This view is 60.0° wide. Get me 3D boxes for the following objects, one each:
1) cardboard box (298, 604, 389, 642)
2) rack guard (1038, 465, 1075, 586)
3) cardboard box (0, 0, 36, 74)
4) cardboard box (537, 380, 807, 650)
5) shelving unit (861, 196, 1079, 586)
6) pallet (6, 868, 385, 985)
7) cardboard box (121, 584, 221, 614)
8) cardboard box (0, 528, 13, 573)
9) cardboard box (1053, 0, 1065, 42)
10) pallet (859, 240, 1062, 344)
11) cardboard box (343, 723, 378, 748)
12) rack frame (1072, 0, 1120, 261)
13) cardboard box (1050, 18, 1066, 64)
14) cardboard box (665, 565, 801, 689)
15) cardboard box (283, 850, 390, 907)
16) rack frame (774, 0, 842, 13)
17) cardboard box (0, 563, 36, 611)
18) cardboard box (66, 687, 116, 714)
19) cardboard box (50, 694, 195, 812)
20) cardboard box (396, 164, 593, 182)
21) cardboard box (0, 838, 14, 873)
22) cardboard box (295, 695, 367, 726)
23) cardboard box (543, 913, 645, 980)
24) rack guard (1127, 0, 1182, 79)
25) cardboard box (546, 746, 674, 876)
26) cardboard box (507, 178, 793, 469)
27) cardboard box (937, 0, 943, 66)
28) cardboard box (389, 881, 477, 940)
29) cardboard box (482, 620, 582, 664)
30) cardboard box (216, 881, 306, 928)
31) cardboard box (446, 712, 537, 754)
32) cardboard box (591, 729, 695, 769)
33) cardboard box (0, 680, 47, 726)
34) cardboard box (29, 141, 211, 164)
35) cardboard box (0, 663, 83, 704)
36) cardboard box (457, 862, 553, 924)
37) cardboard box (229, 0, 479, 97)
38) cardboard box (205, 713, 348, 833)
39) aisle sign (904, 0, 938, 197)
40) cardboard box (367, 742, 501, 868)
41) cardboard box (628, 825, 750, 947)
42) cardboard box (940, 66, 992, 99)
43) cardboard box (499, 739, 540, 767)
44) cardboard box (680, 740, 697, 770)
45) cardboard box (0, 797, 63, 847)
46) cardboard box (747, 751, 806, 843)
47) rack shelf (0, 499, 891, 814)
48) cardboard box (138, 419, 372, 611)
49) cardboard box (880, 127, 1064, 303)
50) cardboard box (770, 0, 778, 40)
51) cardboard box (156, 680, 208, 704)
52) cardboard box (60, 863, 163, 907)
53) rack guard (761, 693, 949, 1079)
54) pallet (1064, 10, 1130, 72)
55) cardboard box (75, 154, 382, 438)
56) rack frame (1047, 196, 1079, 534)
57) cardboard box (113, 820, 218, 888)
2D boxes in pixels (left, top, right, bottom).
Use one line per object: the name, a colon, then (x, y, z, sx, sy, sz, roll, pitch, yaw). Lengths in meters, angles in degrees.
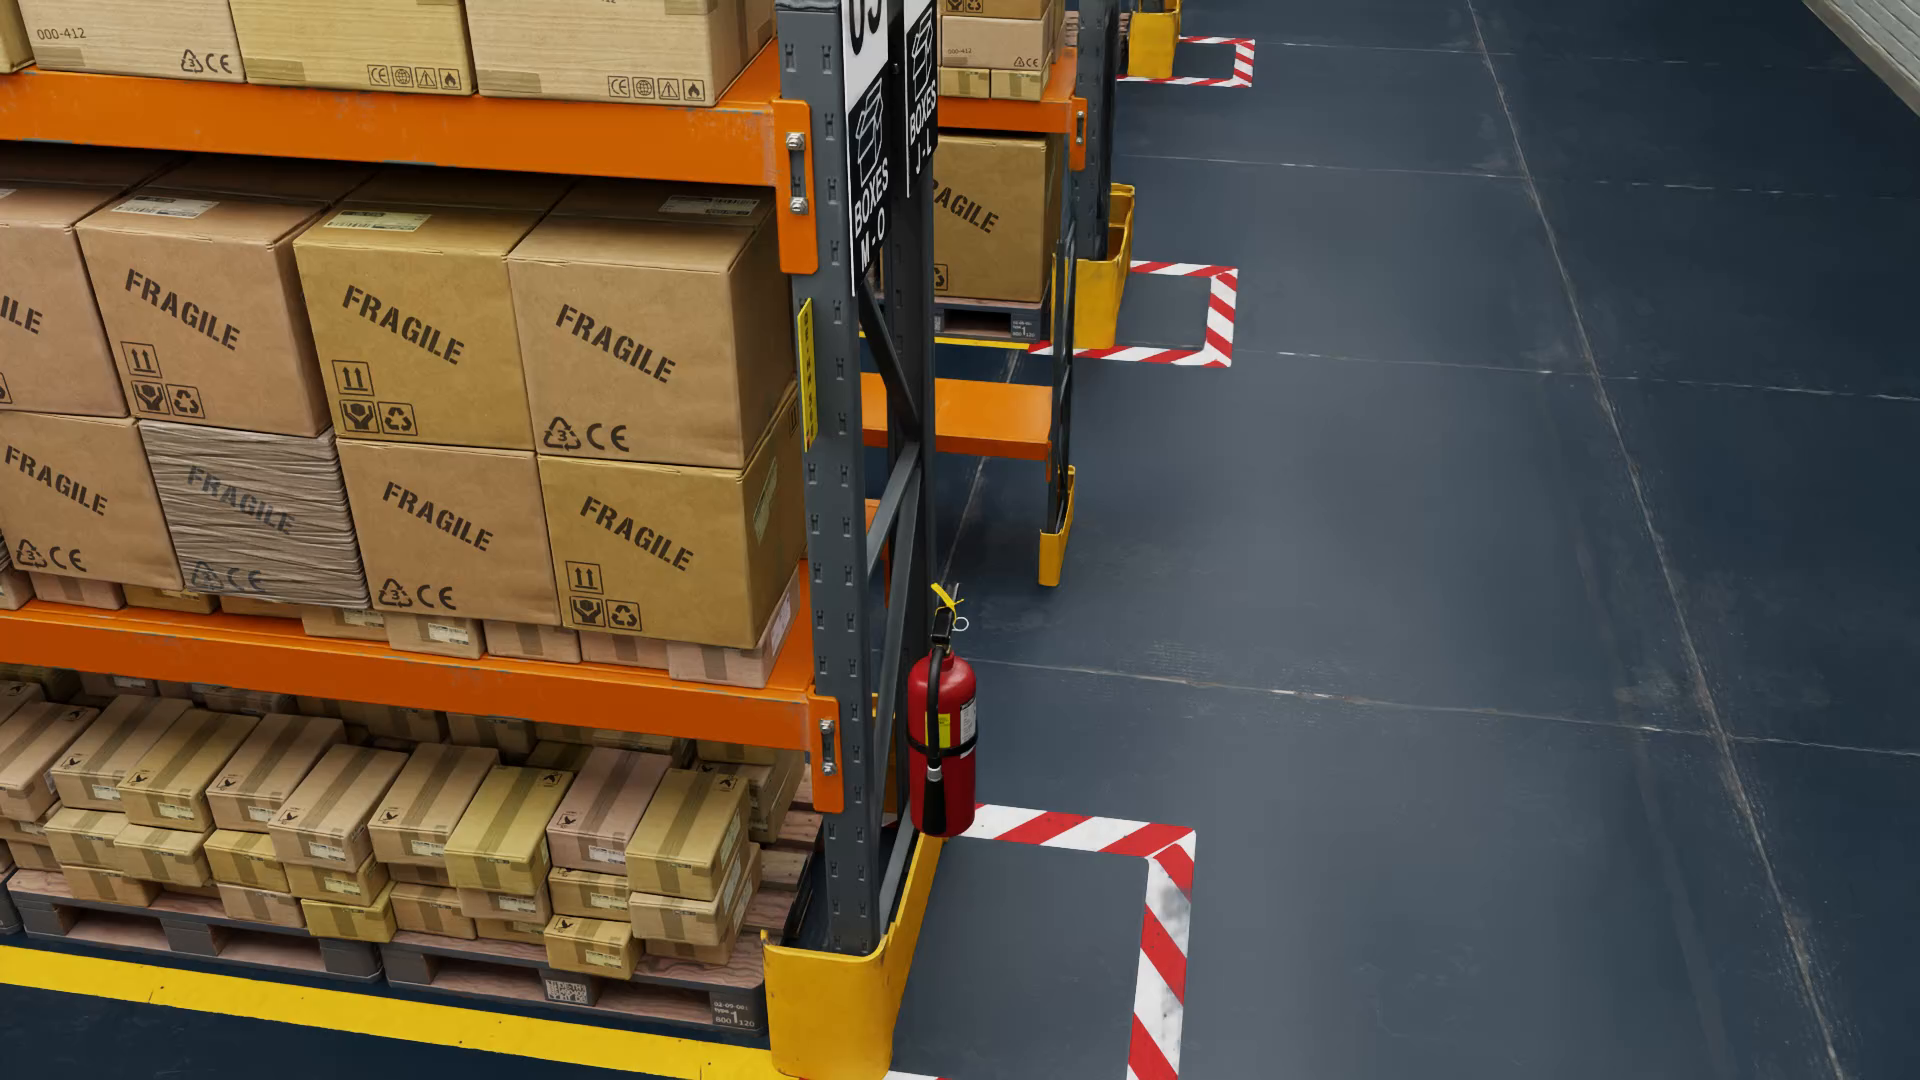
cardboard box: (-1.583, 0.101, 4.498, 0.250, 0.149, 0.380, 4, 32, 6)
rack guard: (0.416, -0.068, 7.124, 0.087, 0.250, 0.587, 5, 32, 8)
cardboard box: (-2.227, -1.259, 3.748, 0.500, 0.250, 0.500, 7, 33, 10)
cardboard box: (-0.702, -0.092, 4.196, 0.500, 0.500, 0.500, 6, 33, 9)
shelving unit: (-0.075, -0.643, 6.863, 1.083, 1.500, 0.587, 5, 32, 8)
pallet: (-2.284, 0.956, 5.524, 1.213, 0.211, 1.003, 5, 32, 8)
cardboard box: (-2.104, 0.031, 4.611, 0.250, 0.149, 0.380, 6, 32, 9)
cardboard box: (-2.733, -0.264, 4.469, 0.500, 0.500, 0.500, 5, 32, 7)
cardboard box: (0.291, -2.850, 8.837, 0.500, 0.250, 0.500, 4, 32, 7)
pallet: (-0.083, -1.452, 9.371, 1.213, 0.211, 1.003, 5, 32, 8)
cardboard box: (-1.992, 0.619, 5.444, 0.250, 0.149, 0.380, 7, 33, 11)
rack frame: (0.719, -2.603, 8.582, 0.127, 3.000, 1.000, 5, 32, 8)
cardboard box: (0.424, -2.701, 8.975, 0.250, 0.149, 0.380, 6, 32, 9)
cardboard box: (-0.584, 0.207, 4.329, 0.250, 0.149, 0.380, 5, 32, 8)
cardboard box: (-1.809, 0.903, 4.991, 0.250, 0.149, 0.380, 6, 32, 9)
rack frame: (-0.216, -2.561, 2.860, 0.127, 3.000, 1.000, 5, 32, 8)
cardboard box: (-2.628, 0.020, 4.628, 0.250, 0.149, 0.380, 7, 33, 10)
cardboard box: (-2.773, 0.509, 5.620, 0.250, 0.149, 0.380, 6, 33, 9)
cardboard box: (-2.554, 0.652, 5.111, 0.250, 0.149, 0.380, 4, 32, 6)
cardboard box: (-1.112, -0.831, 4.434, 0.500, 0.500, 0.500, 6, 33, 10)
cardboard box: (-3.079, 0.871, 5.323, 0.250, 0.149, 0.380, 5, 32, 7)
cardboard box: (-1.976, 0.428, 5.469, 0.250, 0.149, 0.380, 6, 32, 9)
cardboard box: (-1.040, 1.104, 4.950, 0.250, 0.149, 0.380, 6, 33, 10)
rack guard: (1.578, -4.139, 13.391, 0.348, 0.500, 1.175, 5, 32, 8)
cardboard box: (-1.018, 0.793, 4.887, 0.250, 0.149, 0.380, 6, 33, 9)
cardboard box: (-0.708, -0.521, 3.939, 0.500, 0.500, 0.500, 5, 32, 7)
cardboard box: (-0.304, -2.616, 8.463, 0.500, 0.250, 0.500, 5, 32, 7)
cardboard box: (-1.532, 1.020, 5.084, 0.250, 0.149, 0.380, 5, 32, 9)
cardboard box: (-1.073, 0.151, 4.419, 0.250, 0.149, 0.380, 5, 32, 8)
cardboard box: (-2.060, 0.995, 5.124, 0.250, 0.149, 0.380, 6, 33, 9)
cardboard box: (-1.452, 0.505, 5.346, 0.250, 0.149, 0.380, 4, 32, 6)
cardboard box: (-0.967, 0.574, 5.237, 0.250, 0.149, 0.380, 6, 33, 9)
cardboard box: (-3.074, 0.606, 5.186, 0.250, 0.149, 0.380, 4, 32, 7)
cardboard box: (-2.124, -0.933, 4.596, 0.500, 0.500, 0.500, 4, 32, 7)
cardboard box: (-3.016, 0.383, 5.541, 0.250, 0.149, 0.380, 6, 33, 10)
cardboard box: (-1.296, 0.943, 4.928, 0.250, 0.149, 0.380, 4, 32, 6)
cardboard box: (-1.213, -1.170, 3.607, 0.500, 0.250, 0.500, 5, 32, 8)
cardboard box: (-2.055, 0.703, 5.030, 0.250, 0.149, 0.380, 4, 32, 7)
aisle sign: (-0.093, -1.271, 4.003, 0.004, 0.787, 0.394, 5, 32, 8)
cardboard box: (-1.539, 0.780, 4.907, 0.250, 0.149, 0.380, 4, 32, 6)
cardboard box: (-0.784, 0.988, 4.855, 0.250, 0.149, 0.380, 4, 32, 7)
cardboard box: (0.056, -2.379, 8.460, 0.250, 0.149, 0.380, 6, 32, 9)
cardboard box: (-1.440, 0.596, 5.482, 0.250, 0.149, 0.380, 6, 33, 10)
cardboard box: (-0.949, 0.651, 5.394, 0.250, 0.149, 0.380, 5, 32, 8)
cardboard box: (-2.811, 0.770, 5.204, 0.250, 0.149, 0.380, 7, 33, 10)
cardboard box: (-0.678, 0.798, 5.439, 0.250, 0.149, 0.380, 6, 33, 9)
rack shelf: (-2.187, 0.108, 4.928, 4.000, 0.370, 1.077, 5, 32, 8)
cardboard box: (-1.710, -0.181, 4.338, 0.500, 0.500, 0.500, 5, 32, 8)
cardboard box: (0.074, -1.896, 9.059, 0.875, 0.875, 0.875, 5, 32, 8)
cardboard box: (-0.615, -1.400, 3.974, 0.500, 0.250, 0.500, 6, 33, 10)
cardboard box: (-2.466, 0.376, 5.552, 0.250, 0.149, 0.380, 4, 32, 6)
cardboard box: (-2.568, 0.950, 5.196, 0.250, 0.149, 0.380, 4, 32, 7)
rack guard: (-0.290, 1.034, 5.126, 0.348, 0.500, 1.175, 5, 32, 8)
pallet: (0.745, -4.106, 13.610, 1.213, 0.211, 1.003, 5, 32, 8)
cardboard box: (-1.722, -0.608, 4.078, 0.500, 0.500, 0.500, 7, 33, 11)
rack frame: (0.417, -0.598, 6.792, 0.032, 1.500, 0.500, 5, 32, 8)
cardboard box: (-2.335, 0.861, 5.059, 0.250, 0.149, 0.380, 5, 32, 9)
